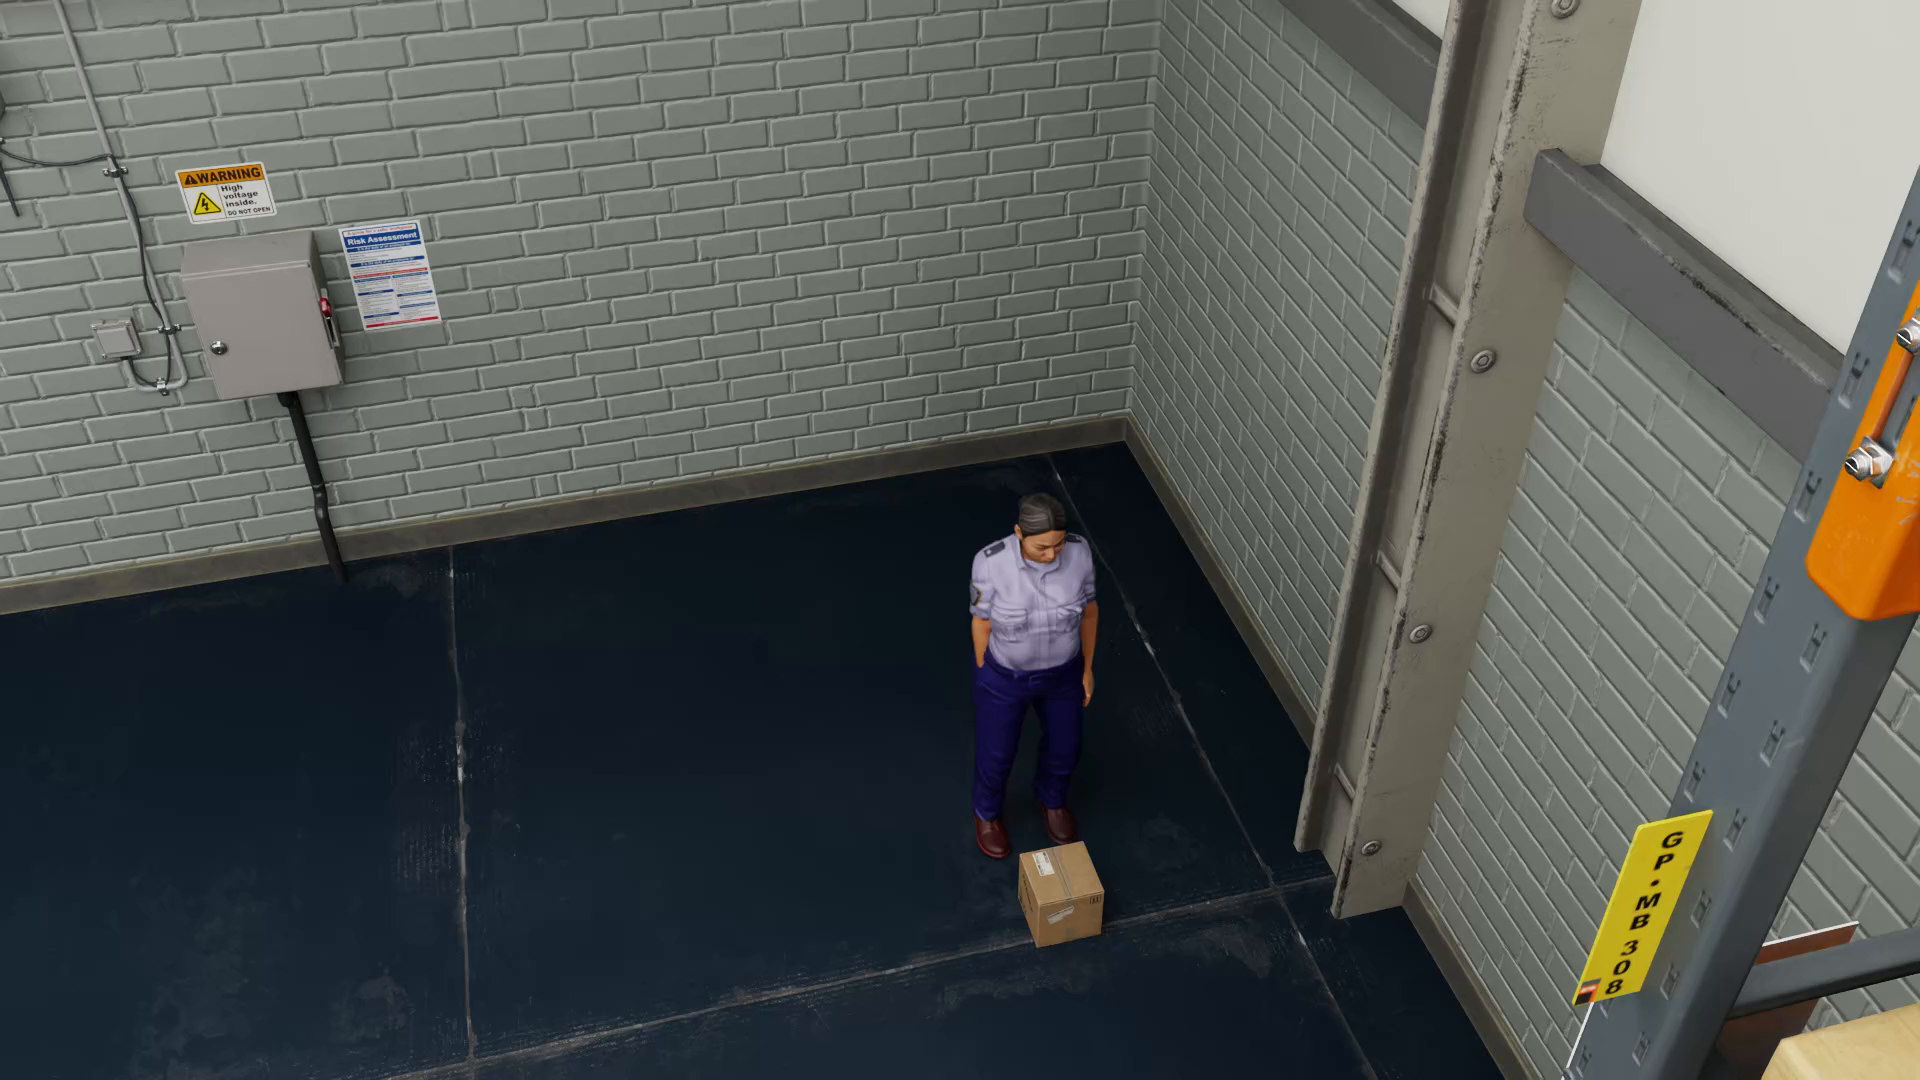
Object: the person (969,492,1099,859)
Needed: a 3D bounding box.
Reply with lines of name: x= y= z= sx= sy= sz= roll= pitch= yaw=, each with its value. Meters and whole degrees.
person: x=0.273 y=0.488 z=6.124 sx=0.474 sy=1.641 sz=0.339 roll=-9 pitch=39 yaw=-11
